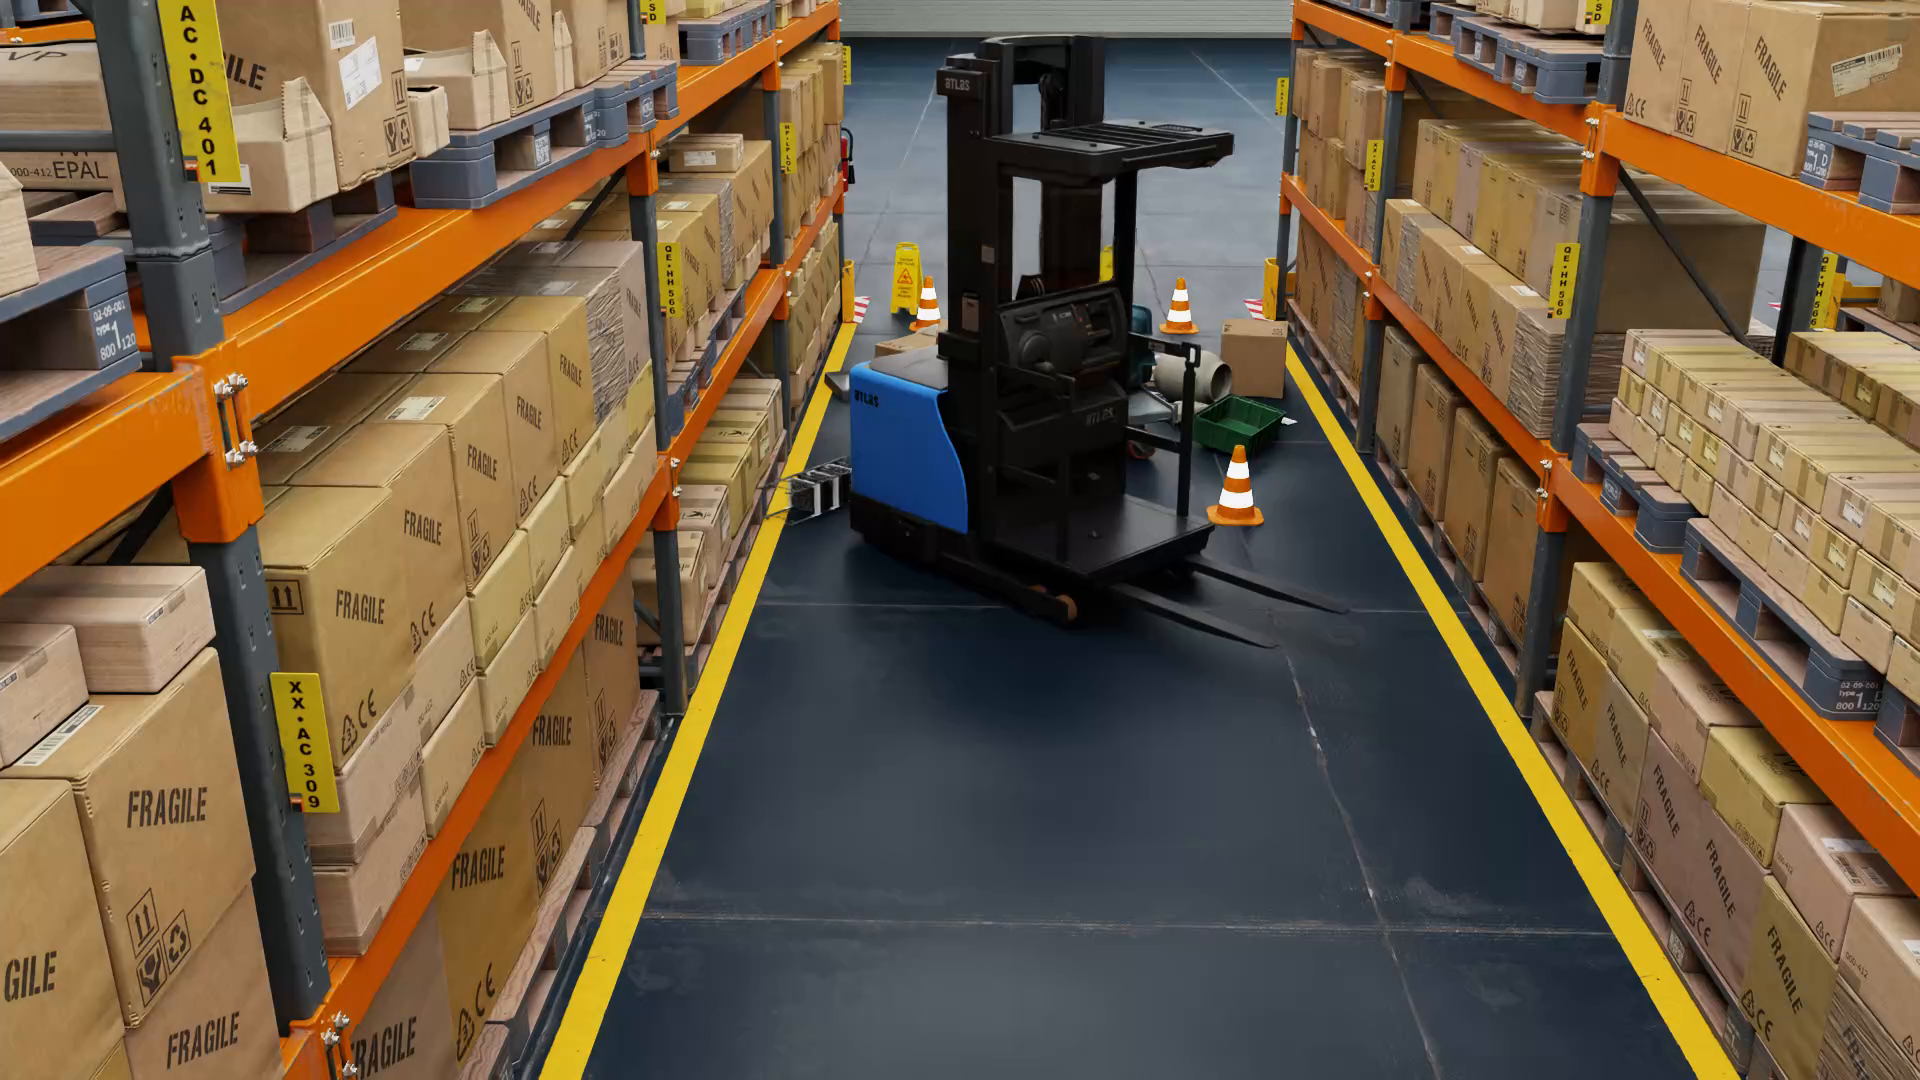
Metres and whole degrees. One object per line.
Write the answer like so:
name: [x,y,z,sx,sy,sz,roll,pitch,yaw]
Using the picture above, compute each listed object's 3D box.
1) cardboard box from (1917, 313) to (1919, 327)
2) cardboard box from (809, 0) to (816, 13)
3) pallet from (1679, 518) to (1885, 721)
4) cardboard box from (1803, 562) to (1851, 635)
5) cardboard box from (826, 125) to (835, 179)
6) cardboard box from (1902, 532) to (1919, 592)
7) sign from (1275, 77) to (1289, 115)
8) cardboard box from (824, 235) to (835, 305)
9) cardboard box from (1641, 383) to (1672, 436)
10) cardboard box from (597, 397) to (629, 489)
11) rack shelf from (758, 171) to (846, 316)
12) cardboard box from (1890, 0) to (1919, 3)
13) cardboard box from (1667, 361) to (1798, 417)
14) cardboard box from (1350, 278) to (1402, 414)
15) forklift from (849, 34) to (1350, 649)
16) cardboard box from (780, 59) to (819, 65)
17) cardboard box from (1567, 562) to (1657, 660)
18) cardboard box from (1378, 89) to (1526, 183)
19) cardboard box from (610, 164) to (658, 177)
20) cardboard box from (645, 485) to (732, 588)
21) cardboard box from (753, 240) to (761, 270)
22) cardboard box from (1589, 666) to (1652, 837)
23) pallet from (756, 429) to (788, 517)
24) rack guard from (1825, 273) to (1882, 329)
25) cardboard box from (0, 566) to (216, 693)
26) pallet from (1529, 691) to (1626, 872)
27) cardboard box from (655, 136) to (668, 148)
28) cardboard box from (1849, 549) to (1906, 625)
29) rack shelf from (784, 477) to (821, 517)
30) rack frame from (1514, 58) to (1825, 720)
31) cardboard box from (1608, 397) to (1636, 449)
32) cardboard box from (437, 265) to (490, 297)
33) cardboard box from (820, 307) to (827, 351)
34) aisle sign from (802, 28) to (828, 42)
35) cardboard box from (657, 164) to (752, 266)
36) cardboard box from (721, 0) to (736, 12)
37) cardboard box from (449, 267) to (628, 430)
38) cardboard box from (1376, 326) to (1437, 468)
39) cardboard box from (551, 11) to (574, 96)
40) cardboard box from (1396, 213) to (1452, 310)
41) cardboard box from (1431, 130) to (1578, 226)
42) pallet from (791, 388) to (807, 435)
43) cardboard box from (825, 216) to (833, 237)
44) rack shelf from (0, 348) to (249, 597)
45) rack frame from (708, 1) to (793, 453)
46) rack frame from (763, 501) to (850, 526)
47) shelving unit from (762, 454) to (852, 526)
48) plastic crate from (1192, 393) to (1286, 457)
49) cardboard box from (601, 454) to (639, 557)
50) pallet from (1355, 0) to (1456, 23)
cardboard box: [8.327,-1.957,13.801,0.500,0.500,0.500,6,22,16]
cardboard box: [-1.292,-4.071,12.575,0.380,0.149,0.250,0,21,1]
pallet: [3.129,0.238,5.533,1.003,0.211,1.213,1,21,2]
cardboard box: [2.877,0.184,5.176,0.380,0.149,0.250,2,21,4]
cardboard box: [-1.320,-3.283,13.793,0.500,0.500,0.500,1,21,2]
cardboard box: [2.869,0.090,4.594,0.380,0.149,0.250,1,21,1]
sign: [2.837,-3.908,14.649,0.100,0.325,0.005,1,21,2]
cardboard box: [-1.335,-2.260,13.890,0.500,0.500,0.500,1,21,4]
cardboard box: [2.927,-0.514,6.562,0.380,0.149,0.250,2,21,4]
cardboard box: [-1.575,-0.385,6.390,0.500,0.250,0.500,0,21,0]
rack shelf: [-1.620,-2.419,13.111,1.077,0.370,4.000,1,21,2]
cardboard box: [3.383,-1.622,5.778,0.500,0.500,0.500,1,21,2]
cardboard box: [2.923,-0.572,6.302,0.380,0.149,0.250,1,21,1]
cardboard box: [3.359,-1.445,11.964,0.875,0.875,0.875,1,21,2]
forklift: [0.713,-1.116,8.853,1.130,2.935,3.031,-19,28,-40]
cardboard box: [-1.446,-3.395,12.699,0.700,0.500,0.500,1,21,1]
cardboard box: [2.886,0.300,6.949,0.500,0.250,0.500,0,21,-1]
cardboard box: [3.316,-2.720,11.192,0.875,0.550,0.550,1,21,2]
cardboard box: [-2.025,-1.886,9.614,0.500,0.500,0.500,1,21,1]
cardboard box: [-1.761,-0.027,9.003,0.950,0.372,0.625,0,21,1]
cardboard box: [-1.418,-1.732,10.113,0.380,0.149,0.250,0,21,1]
cardboard box: [2.860,0.837,6.600,0.500,0.500,0.500,1,21,2]
pallet: [-1.703,-0.450,10.896,1.003,0.211,1.213,1,21,2]
rack guard: [8.344,-2.176,14.945,1.175,0.500,0.348,1,21,2]
cardboard box: [-1.615,0.161,3.050,0.380,0.149,0.250,0,21,1]
pallet: [3.123,1.015,7.120,1.003,0.211,1.213,1,21,2]
cardboard box: [-2.048,-2.549,10.424,0.380,0.149,0.250,1,21,1]
cardboard box: [2.872,0.138,4.883,0.380,0.149,0.250,0,21,-1]
rack shelf: [-0.988,-0.274,10.410,0.258,0.200,0.077,15,25,34]
rack frame: [3.148,-0.567,7.344,1.000,3.000,0.127,1,21,2]
cardboard box: [2.933,-0.486,6.902,0.380,0.149,0.250,0,21,1]
cardboard box: [-2.067,-0.743,6.276,0.500,0.500,0.500,1,21,2]
cardboard box: [-1.349,-1.720,13.535,0.500,0.250,0.500,0,21,0]
aisle sign: [-1.267,-4.709,14.424,0.394,0.787,0.004,1,21,2]
cardboard box: [-1.501,-1.877,9.590,0.500,0.500,0.500,1,21,3]
cardboard box: [-1.574,-3.160,9.506,0.500,0.250,0.500,1,21,2]
cardboard box: [-1.564,-0.722,6.224,0.500,0.500,0.500,1,21,3]
cardboard box: [3.341,-0.935,10.821,1.050,0.750,0.750,1,21,1]
cardboard box: [-1.494,-1.615,5.502,0.396,0.266,0.258,0,21,0]
cardboard box: [2.971,-1.690,10.100,0.500,0.500,0.500,1,21,2]
cardboard box: [3.247,-2.161,9.930,0.700,0.500,0.500,0,21,1]
pallet: [-1.696,-0.975,12.249,1.003,0.211,1.213,1,21,2]
cardboard box: [-1.267,-2.617,13.915,0.380,0.149,0.250,1,21,3]
rack shelf: [-1.985,0.521,1.386,1.077,0.370,4.000,1,21,2]
rack frame: [-1.681,-2.031,11.117,1.000,3.000,0.127,1,21,2]
rack frame: [-0.862,-0.237,10.606,0.240,0.006,0.900,15,25,34]
shelving unit: [-0.861,-0.332,10.571,0.258,0.210,0.900,15,25,34]
plastic crate: [1.966,-0.807,11.769,0.450,0.188,0.662,23,29,25]
cardboard box: [-1.558,-0.145,6.462,0.500,0.250,0.500,1,21,3]
pallet: [3.305,-3.666,11.307,1.003,0.211,1.213,1,21,2]
